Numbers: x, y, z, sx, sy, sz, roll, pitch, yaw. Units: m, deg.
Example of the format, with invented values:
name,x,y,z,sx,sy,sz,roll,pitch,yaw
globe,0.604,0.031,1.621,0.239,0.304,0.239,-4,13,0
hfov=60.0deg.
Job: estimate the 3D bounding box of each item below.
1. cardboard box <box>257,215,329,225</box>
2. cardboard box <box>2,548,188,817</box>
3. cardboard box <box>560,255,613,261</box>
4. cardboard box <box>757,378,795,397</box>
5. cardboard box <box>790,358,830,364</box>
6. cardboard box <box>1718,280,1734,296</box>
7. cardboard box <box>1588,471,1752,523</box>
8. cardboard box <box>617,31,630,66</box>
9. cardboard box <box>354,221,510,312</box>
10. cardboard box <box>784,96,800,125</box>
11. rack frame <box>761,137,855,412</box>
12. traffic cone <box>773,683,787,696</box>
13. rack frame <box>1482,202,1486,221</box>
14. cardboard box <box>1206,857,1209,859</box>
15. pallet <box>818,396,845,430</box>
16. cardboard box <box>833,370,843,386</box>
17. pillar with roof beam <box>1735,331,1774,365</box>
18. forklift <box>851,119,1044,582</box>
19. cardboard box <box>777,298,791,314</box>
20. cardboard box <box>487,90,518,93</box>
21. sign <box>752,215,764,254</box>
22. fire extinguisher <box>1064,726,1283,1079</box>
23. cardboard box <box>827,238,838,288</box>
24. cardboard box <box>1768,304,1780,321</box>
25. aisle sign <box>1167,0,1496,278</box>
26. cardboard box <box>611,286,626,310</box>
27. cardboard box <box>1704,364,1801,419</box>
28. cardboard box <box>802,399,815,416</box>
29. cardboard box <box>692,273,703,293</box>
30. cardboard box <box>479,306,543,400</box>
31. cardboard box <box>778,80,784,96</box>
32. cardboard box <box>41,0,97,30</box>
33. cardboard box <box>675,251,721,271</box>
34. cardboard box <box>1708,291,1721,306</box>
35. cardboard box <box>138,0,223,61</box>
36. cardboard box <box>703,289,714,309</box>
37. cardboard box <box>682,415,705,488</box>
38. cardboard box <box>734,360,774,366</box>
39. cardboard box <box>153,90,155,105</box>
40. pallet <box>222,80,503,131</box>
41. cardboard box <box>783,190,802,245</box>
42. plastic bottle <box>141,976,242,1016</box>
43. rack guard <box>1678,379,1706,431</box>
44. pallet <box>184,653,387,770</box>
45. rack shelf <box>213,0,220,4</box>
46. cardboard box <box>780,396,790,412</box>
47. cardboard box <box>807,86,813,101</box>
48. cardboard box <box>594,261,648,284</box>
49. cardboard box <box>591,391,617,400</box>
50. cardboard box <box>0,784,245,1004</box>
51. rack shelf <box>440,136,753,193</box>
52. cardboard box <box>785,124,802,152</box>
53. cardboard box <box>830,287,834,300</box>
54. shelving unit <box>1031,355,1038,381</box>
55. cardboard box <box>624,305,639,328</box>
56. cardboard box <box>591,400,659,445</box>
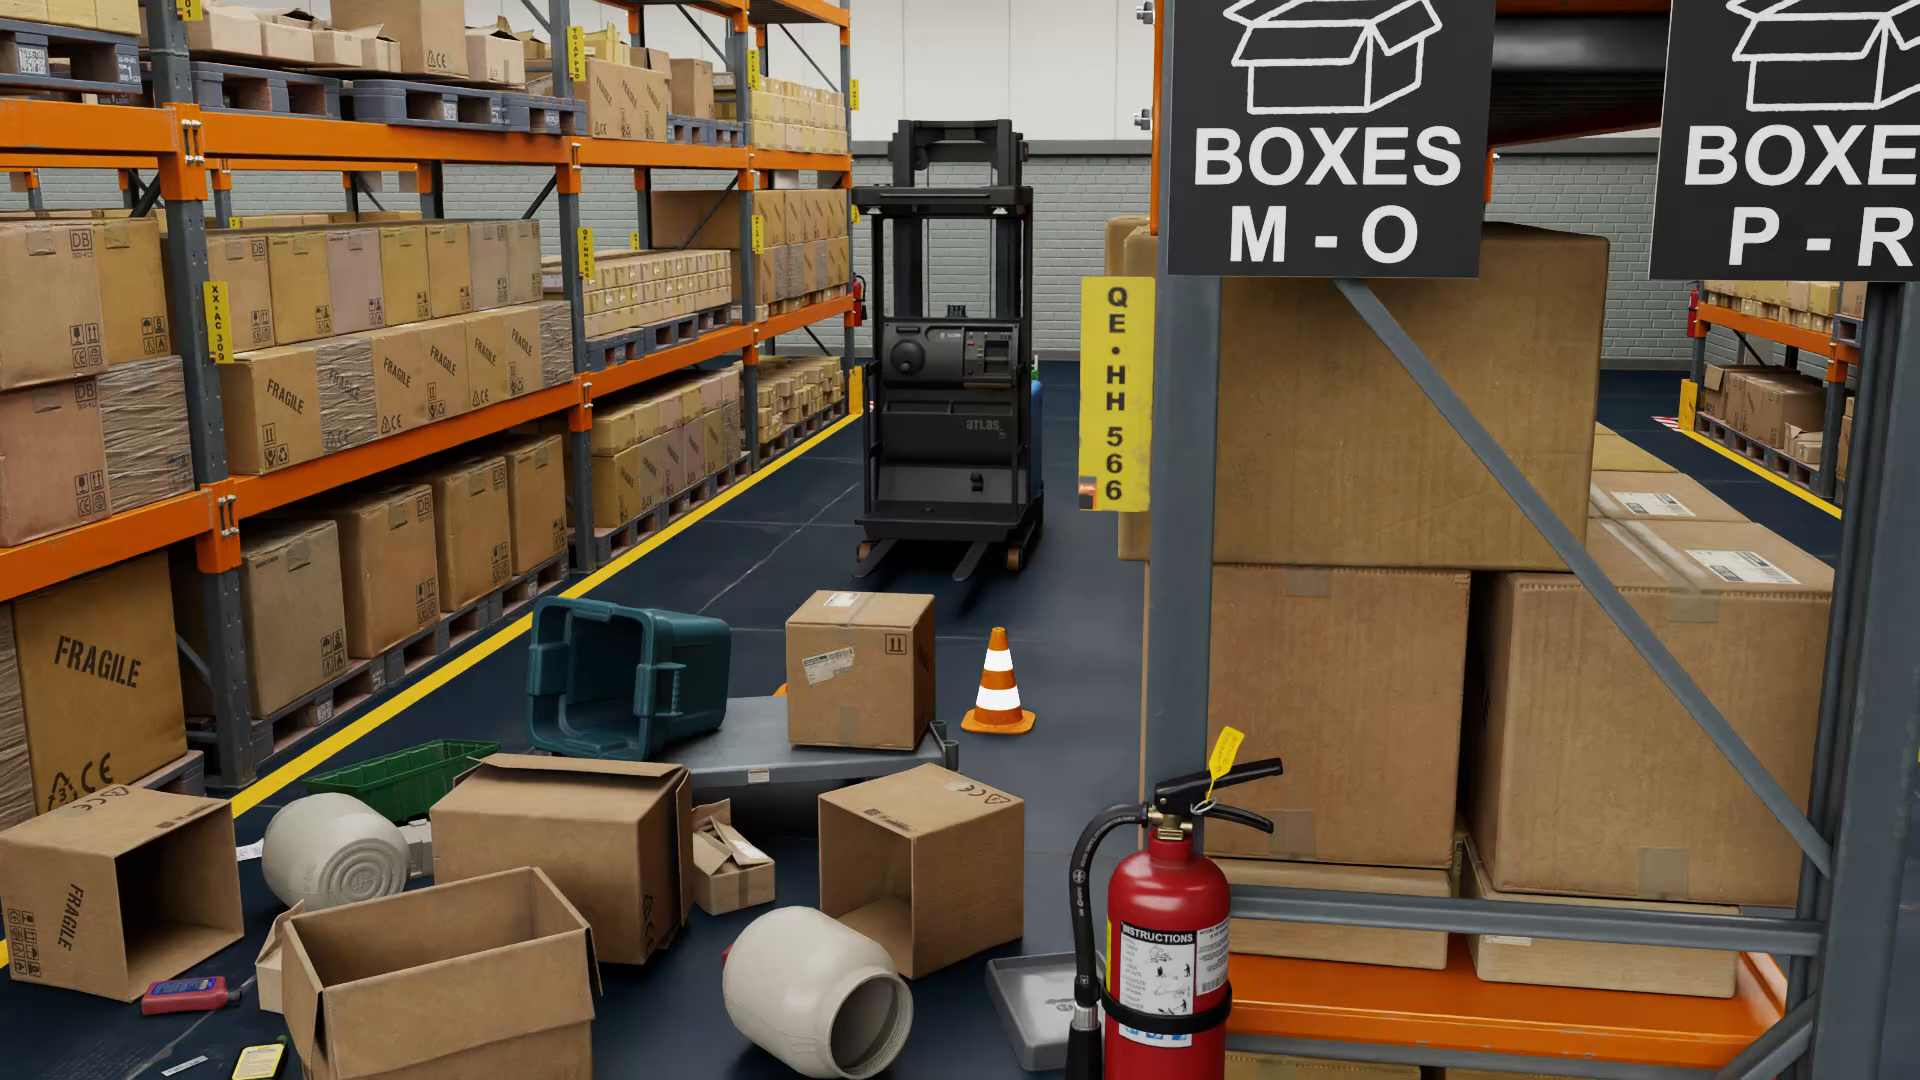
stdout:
name,x,y,z,sx,sy,sz,roll,pitch,yaw
cardboard box,-6.700,-3.017,16.744,0.500,0.500,0.500,1,12,7
cardboard box,-3.696,0.533,6.449,0.875,0.875,0.875,2,12,10
cardboard box,-2.973,-2.184,13.196,0.380,0.149,0.250,2,12,8
cardboard box,-1.813,-1.477,16.086,0.380,0.149,0.250,2,12,10
cardboard box,-1.611,-1.861,17.867,0.380,0.149,0.250,2,12,10
cardboard box,7.714,-2.509,16.167,0.500,0.250,0.500,2,12,9
cardboard box,1.185,0.151,3.230,0.500,0.500,0.500,2,12,10
cardboard box,-2.501,-3.388,11.422,0.396,0.266,0.258,2,12,9
cardboard box,-3.070,-1.601,9.693,0.700,0.500,0.500,2,12,8
cardboard box,-1.816,-4.032,15.634,0.500,0.250,0.500,2,12,10
rack frame,-1.684,-2.927,18.457,1.000,3.000,0.127,2,12,9
traffic cone,-0.759,0.554,8.325,0.336,0.463,0.334,2,12,9
rack frame,1.377,-0.290,6.219,1.000,3.000,0.127,2,12,9
cardboard box,0.537,0.524,3.037,0.380,0.149,0.250,2,12,8
pallet,-1.856,-1.380,17.898,1.003,0.211,1.213,2,12,9
cardboard box,-1.483,-1.765,18.129,0.380,0.149,0.250,2,12,7
pillar with roof beam,5.179,-6.232,19.552,9.100,9.000,0.400,2,12,9
forklift,-0.091,-1.301,11.075,1.130,2.935,3.031,2,12,8
cardboard box,-1.826,-2.240,15.866,0.380,0.149,0.250,2,12,10
cardboard box,-3.078,-2.904,10.993,0.500,0.500,0.500,2,12,9
sign,-1.751,-2.644,14.391,0.100,0.325,0.005,2,12,9
fire extinguisher,0.289,0.589,2.322,0.296,0.674,0.183,2,12,9
cardboard box,-1.583,-2.913,17.446,0.500,0.500,0.500,2,12,8
cardboard box,7.567,-2.068,15.064,0.380,0.149,0.250,2,12,9
aisle sign,0.466,-0.725,2.065,0.394,0.787,0.004,2,12,9
cardboard box,-2.564,-1.696,11.638,0.380,0.149,0.250,1,12,7
cardboard box,7.940,-1.489,16.710,0.797,0.503,0.637,1,12,6
cardboard box,-1.689,-1.351,16.910,0.380,0.149,0.250,2,12,10
cardboard box,-2.284,-2.070,13.371,0.380,0.149,0.250,1,12,7
cardboard box,-2.797,-1.105,9.762,0.500,0.500,0.500,2,12,9
cardboard box,-1.853,-4.197,15.449,0.380,0.149,0.250,1,12,7
cardboard box,-3.308,-1.888,5.878,0.380,0.149,0.250,2,12,10
cardboard box,-2.209,-2.322,13.836,0.380,0.149,0.250,2,12,7
cardboard box,7.806,-2.446,16.818,0.380,0.149,0.250,2,12,8
cardboard box,-3.579,-2.229,7.217,0.500,0.250,0.500,2,12,9
cardboard box,-2.245,-1.982,13.671,0.380,0.149,0.250,2,12,8
cardboard box,-2.327,-0.702,13.069,0.500,0.500,0.500,2,12,7
cardboard box,-2.189,-1.822,17.687,0.380,0.149,0.250,2,12,8
cardboard box,-7.264,-3.876,14.504,0.700,0.500,0.500,2,12,10
pallet,-3.130,-2.267,8.723,1.003,0.211,1.213,2,12,11
cardboard box,-1.817,-3.076,15.830,0.500,0.500,0.500,2,12,10
plastic bottle,-2.401,1.428,5.222,0.283,0.061,0.133,-2,12,-11
rack guard,8.116,-1.390,17.258,1.175,0.500,0.348,2,12,9
pallet,-3.486,0.771,7.916,1.003,0.211,1.213,2,12,9
rack shelf,-6.877,-5.078,16.854,1.077,0.370,4.000,2,12,9
cardboard box,-1.866,-1.337,16.141,0.380,0.149,0.250,2,12,11
cardboard box,-1.673,-4.415,16.465,0.380,0.149,0.250,2,12,10
cardboard box,-2.490,-1.944,12.080,0.380,0.149,0.250,2,12,11
cardboard box,-2.908,-0.974,12.548,0.500,0.250,0.500,2,12,10
cardboard box,-2.755,1.148,5.475,0.500,0.500,0.500,4,13,18
rack shelf,-2.607,-2.793,12.421,1.077,0.370,4.000,2,12,9
cardboard box,-1.800,-3.788,15.686,0.500,0.250,0.500,2,12,11
cardboard box,-1.554,-2.624,17.647,0.380,0.149,0.250,2,12,8
shelving unit,0.374,-0.830,12.989,0.258,1.200,0.503,8,14,32
cardboard box,-2.524,-1.599,11.894,0.380,0.149,0.250,2,12,11
cardboard box,-2.491,-0.853,11.989,0.500,0.250,0.500,2,12,8
